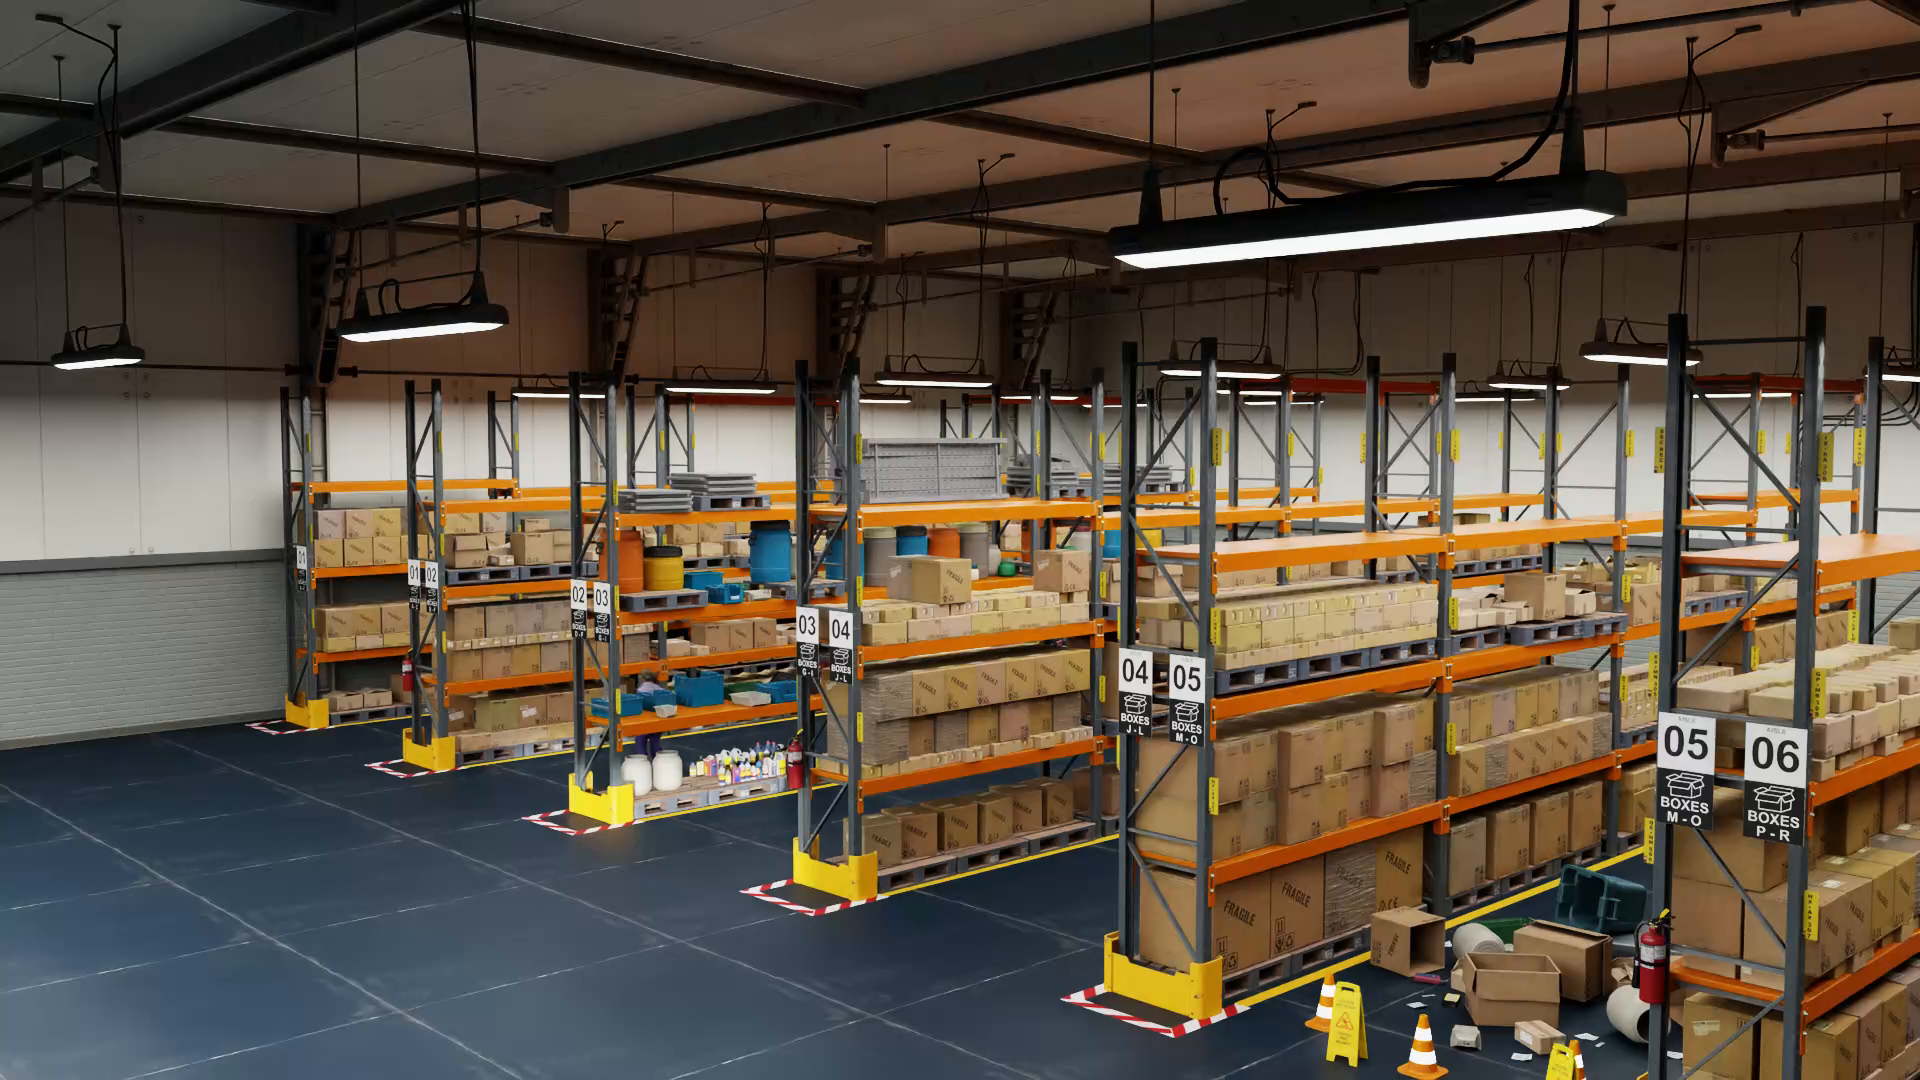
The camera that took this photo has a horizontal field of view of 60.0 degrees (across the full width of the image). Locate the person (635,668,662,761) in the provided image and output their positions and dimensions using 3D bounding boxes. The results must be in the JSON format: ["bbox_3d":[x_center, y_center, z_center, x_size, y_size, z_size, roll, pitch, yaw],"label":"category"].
[{"bbox_3d":[-4.686,2.757,24.947,0.394,1.628,0.510,3,5,38],"label":"person"}]
